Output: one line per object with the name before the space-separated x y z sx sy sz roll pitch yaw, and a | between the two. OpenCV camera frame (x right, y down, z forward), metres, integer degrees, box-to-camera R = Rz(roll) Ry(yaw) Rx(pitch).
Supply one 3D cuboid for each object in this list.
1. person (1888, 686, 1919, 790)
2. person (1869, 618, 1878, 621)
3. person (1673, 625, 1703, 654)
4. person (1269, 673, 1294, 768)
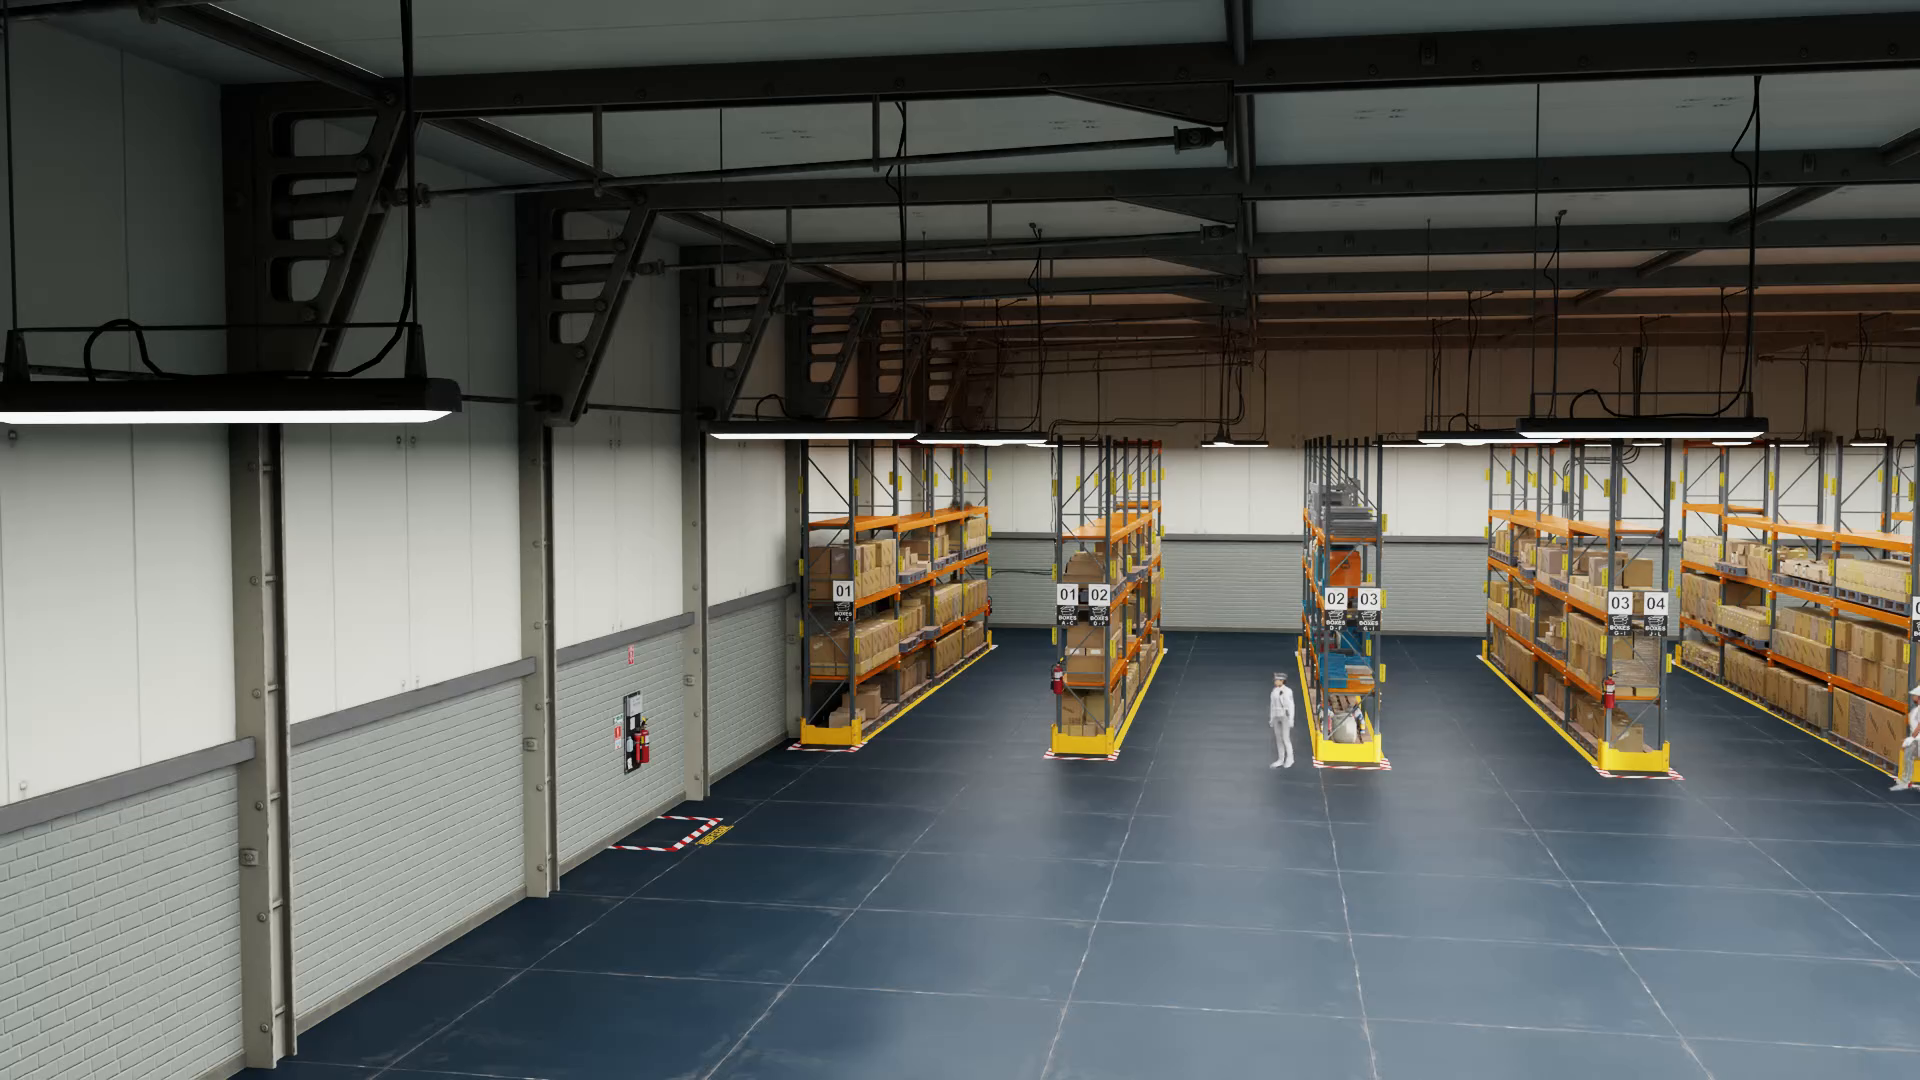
person | 15.965 3.346 27.732 0.736 1.817 0.619 1 3 18
person | 21.968 2.717 40.050 0.513 1.699 0.594 -1 3 -10
person | 20.149 2.431 45.688 0.989 1.589 0.625 2 3 28
person | 5.813 3.261 30.160 0.355 1.714 0.529 -2 4 -35
